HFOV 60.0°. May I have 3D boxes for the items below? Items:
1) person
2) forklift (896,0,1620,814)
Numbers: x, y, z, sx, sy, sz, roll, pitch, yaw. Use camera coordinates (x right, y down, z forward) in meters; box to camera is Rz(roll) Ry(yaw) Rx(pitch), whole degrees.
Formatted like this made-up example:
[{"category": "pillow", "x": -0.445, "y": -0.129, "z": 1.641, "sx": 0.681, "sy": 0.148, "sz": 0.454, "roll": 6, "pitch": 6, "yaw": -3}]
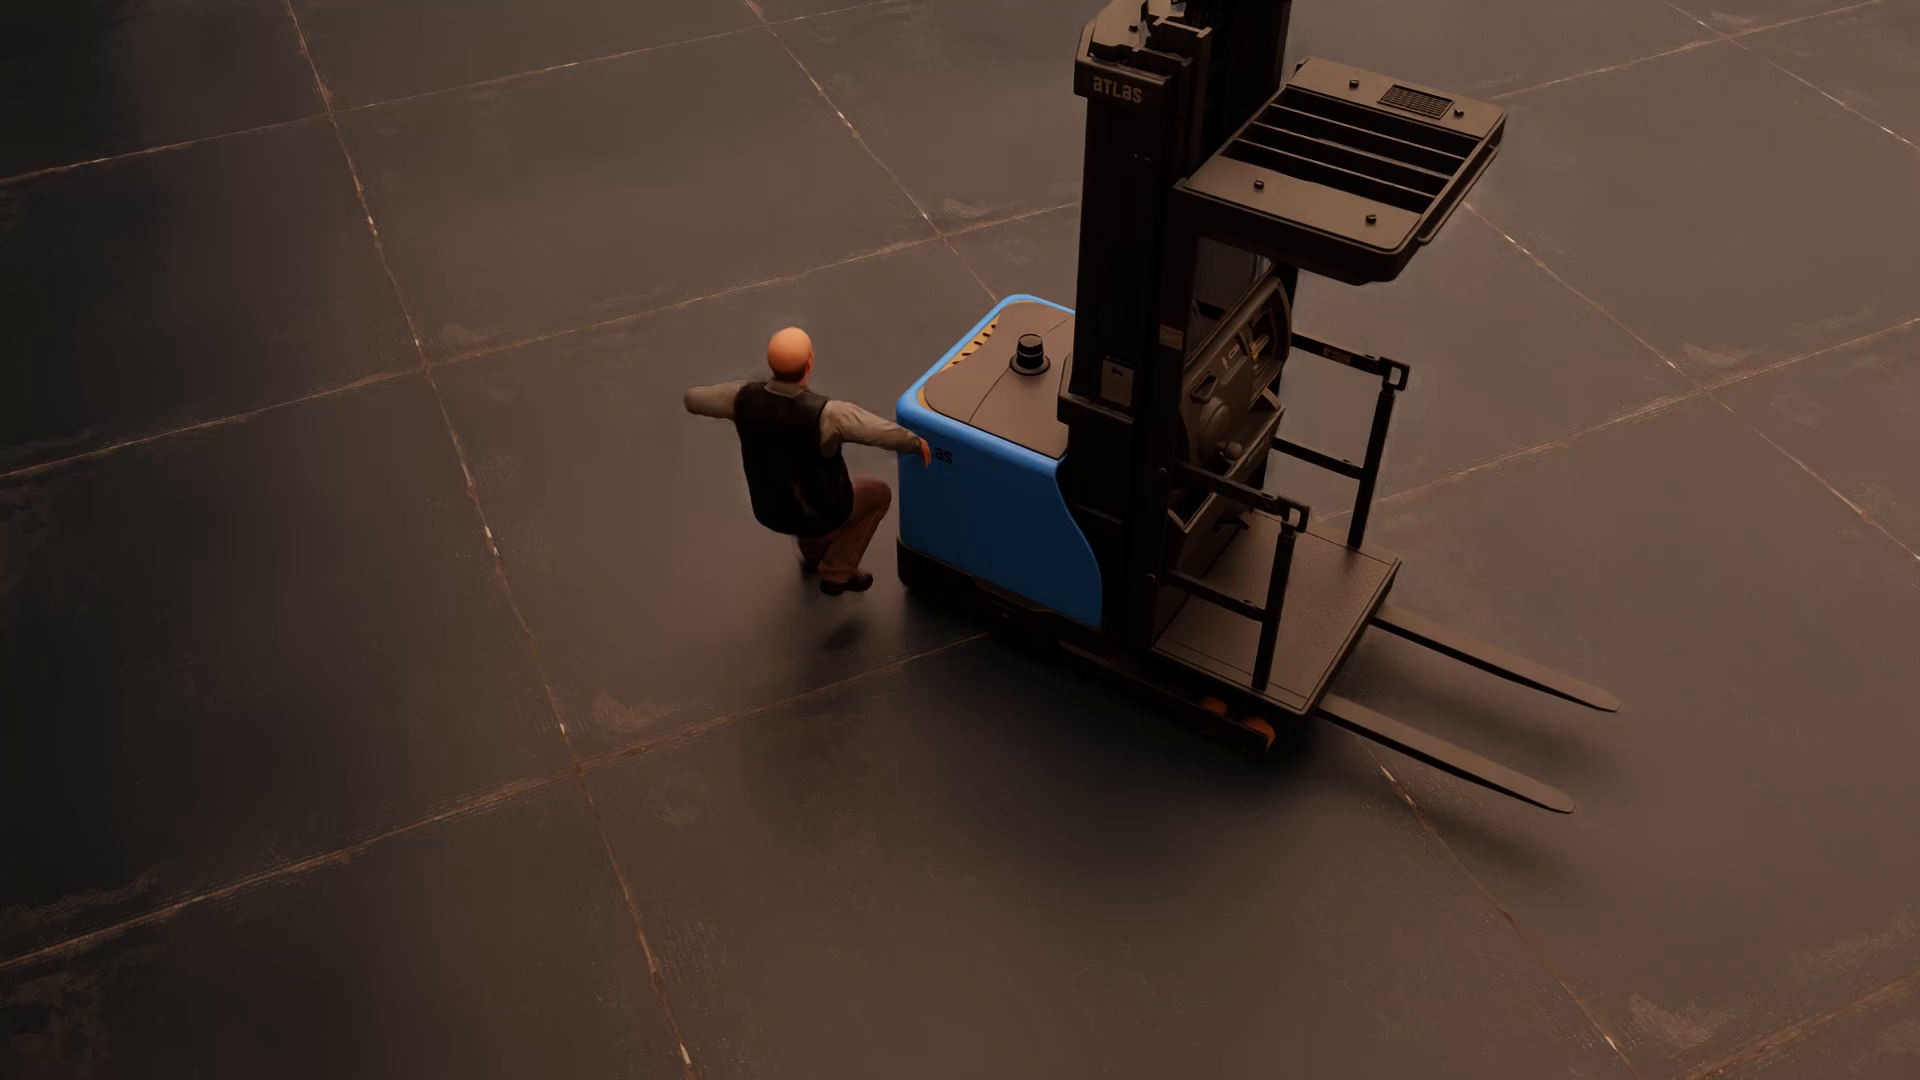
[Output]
[{"category": "person", "x": -0.600, "y": -0.339, "z": 7.049, "sx": 1.041, "sy": 1.572, "sz": 0.836, "roll": 17, "pitch": 46, "yaw": 18}, {"category": "forklift", "x": 1.239, "y": -0.601, "z": 6.324, "sx": 3.031, "sy": 2.935, "sz": 1.130, "roll": 23, "pitch": 48, "yaw": 23}]
